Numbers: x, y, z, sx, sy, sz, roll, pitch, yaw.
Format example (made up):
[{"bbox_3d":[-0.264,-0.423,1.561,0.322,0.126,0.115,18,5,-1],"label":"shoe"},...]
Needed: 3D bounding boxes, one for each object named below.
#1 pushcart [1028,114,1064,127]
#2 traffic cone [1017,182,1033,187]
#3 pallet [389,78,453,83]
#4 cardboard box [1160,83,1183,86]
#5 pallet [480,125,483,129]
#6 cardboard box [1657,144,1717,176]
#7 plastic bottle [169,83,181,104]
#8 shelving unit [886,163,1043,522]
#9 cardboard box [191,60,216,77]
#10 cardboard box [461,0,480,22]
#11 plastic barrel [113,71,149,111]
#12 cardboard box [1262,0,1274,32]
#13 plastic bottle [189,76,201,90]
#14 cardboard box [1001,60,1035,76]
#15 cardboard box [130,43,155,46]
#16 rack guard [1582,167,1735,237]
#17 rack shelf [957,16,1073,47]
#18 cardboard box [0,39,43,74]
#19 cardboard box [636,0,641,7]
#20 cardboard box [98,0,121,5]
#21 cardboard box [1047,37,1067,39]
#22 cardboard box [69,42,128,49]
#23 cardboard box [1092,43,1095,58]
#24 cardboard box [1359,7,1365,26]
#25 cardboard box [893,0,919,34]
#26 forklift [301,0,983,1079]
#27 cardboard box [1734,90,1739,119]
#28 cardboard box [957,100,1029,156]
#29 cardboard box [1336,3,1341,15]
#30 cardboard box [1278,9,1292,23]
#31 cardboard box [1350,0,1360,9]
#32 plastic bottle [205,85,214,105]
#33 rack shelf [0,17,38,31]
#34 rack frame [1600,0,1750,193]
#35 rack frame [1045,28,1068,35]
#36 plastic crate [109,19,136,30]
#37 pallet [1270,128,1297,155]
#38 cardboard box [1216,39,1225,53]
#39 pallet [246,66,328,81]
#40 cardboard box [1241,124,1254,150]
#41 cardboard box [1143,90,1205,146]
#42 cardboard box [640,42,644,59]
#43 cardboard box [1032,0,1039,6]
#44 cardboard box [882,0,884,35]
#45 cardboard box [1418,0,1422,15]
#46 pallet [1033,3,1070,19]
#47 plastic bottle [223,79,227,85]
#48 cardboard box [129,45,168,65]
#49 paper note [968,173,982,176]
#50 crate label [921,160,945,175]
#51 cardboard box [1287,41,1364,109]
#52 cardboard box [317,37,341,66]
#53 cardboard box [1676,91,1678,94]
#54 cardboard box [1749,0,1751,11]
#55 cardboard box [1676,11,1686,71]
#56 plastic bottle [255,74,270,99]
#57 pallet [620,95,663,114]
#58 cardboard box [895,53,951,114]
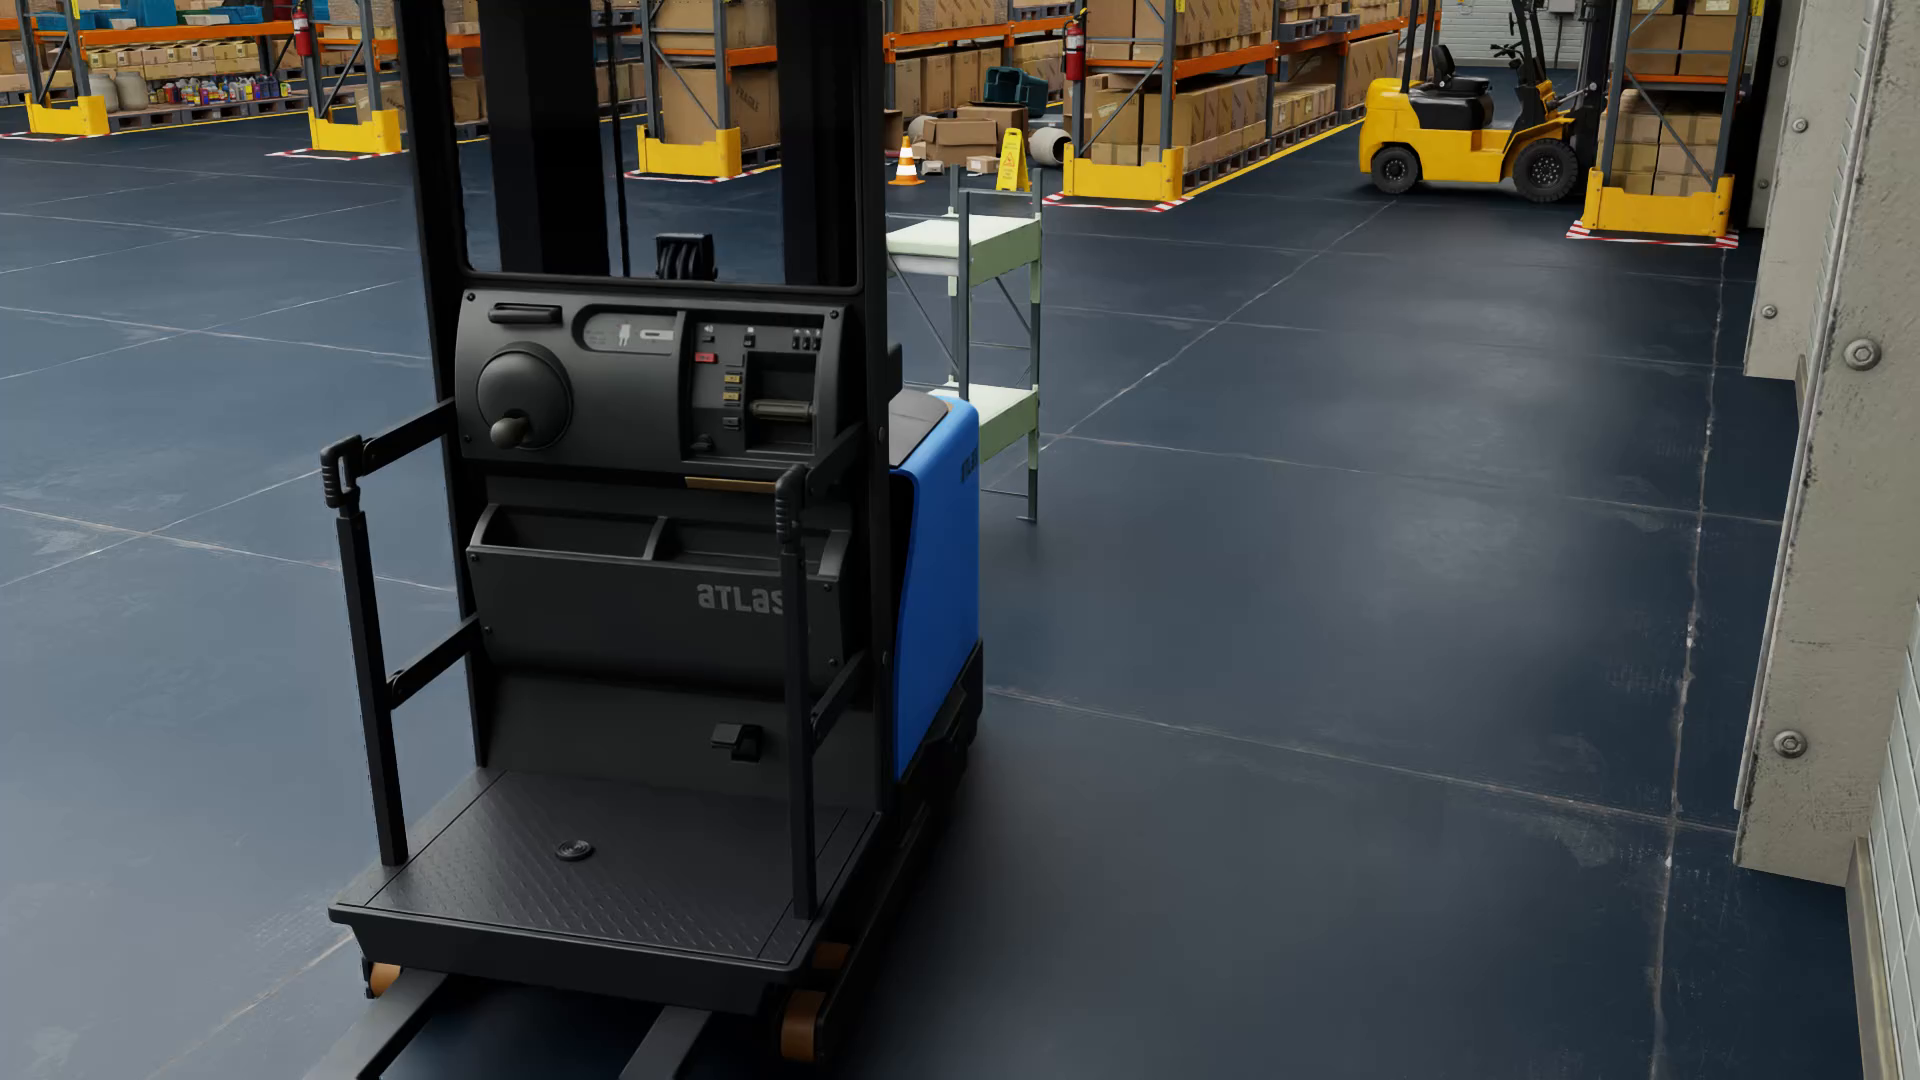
[{"bbox_3d":[1.127,-5.118,20.795,1.648,0.377,0.936,1,20,4],"label":"pushcart"},{"bbox_3d":[0.588,-3.946,17.373,0.336,0.463,0.334,9,21,23],"label":"traffic cone"},{"bbox_3d":[-9.047,-7.772,28.508,1.003,0.211,1.213,9,21,23],"label":"pallet"},{"bbox_3d":[2.103,-4.682,18.016,0.500,0.500,0.500,8,21,21],"label":"cardboard box"},{"bbox_3d":[-6.057,-5.891,23.219,1.003,0.211,1.213,9,21,23],"label":"pallet"},{"bbox_3d":[6.501,-3.406,14.800,0.500,0.250,0.500,9,21,24],"label":"cardboard box"},{"bbox_3d":[-11.393,-6.480,24.110,0.061,0.283,0.133,9,21,23],"label":"plastic bottle"},{"bbox_3d":[-0.003,-0.705,6.712,0.431,1.500,0.755,9,21,23],"label":"shelving unit"},{"bbox_3d":[-13.621,-8.395,29.575,0.500,0.250,0.500,9,22,24],"label":"cardboard box"},{"bbox_3d":[-6.647,-7.012,21.615,0.875,0.500,0.500,9,21,23],"label":"cardboard box"},{"bbox_3d":[-11.565,-6.263,23.188,0.421,0.512,0.421,0,20,0],"label":"plastic barrel"},{"bbox_3d":[3.272,-6.073,18.975,0.500,0.500,0.500,8,21,21],"label":"cardboard box"},{"bbox_3d":[-11.293,-6.677,24.563,0.144,0.351,0.185,8,21,22],"label":"plastic bottle"},{"bbox_3d":[0.830,-7.128,25.639,0.500,0.500,0.500,8,21,20],"label":"cardboard box"},{"bbox_3d":[-14.323,-8.571,29.232,0.500,0.311,0.500,8,21,22],"label":"cardboard box"},{"bbox_3d":[6.109,-2.968,14.567,1.175,0.500,0.348,9,21,23],"label":"rack guard"},{"bbox_3d":[1.127,-8.199,26.620,1.077,0.370,4.000,9,21,23],"label":"rack shelf"},{"bbox_3d":[-15.056,-7.708,26.525,0.500,0.500,0.500,9,21,23],"label":"cardboard box"},{"bbox_3d":[-5.188,-8.204,24.781,0.797,0.503,0.637,11,22,28],"label":"cardboard box"},{"bbox_3d":[-14.305,-9.216,28.258,0.500,0.500,0.500,10,22,27],"label":"cardboard box"},{"bbox_3d":[1.649,-8.105,27.267,0.500,0.250,0.500,10,22,25],"label":"cardboard box"},{"bbox_3d":[-17.312,-10.069,33.386,0.750,0.750,0.750,8,21,22],"label":"cardboard box"},{"bbox_3d":[1.550,-4.951,16.788,0.380,0.149,0.250,8,21,22],"label":"cardboard box"},{"bbox_3d":[5.489,-7.482,23.755,0.500,0.250,0.500,8,21,21],"label":"cardboard box"},{"bbox_3d":[-0.869,-6.875,21.674,0.500,0.500,0.500,9,21,23],"label":"cardboard box"},{"bbox_3d":[-0.759,-0.355,3.592,1.130,2.935,3.031,4,20,12],"label":"forklift"},{"bbox_3d":[10.042,-5.856,22.063,0.500,0.500,0.500,9,21,23],"label":"cardboard box"},{"bbox_3d":[0.374,-4.892,19.770,0.797,0.637,0.503,9,21,23],"label":"cardboard box"},{"bbox_3d":[4.840,-7.050,22.065,0.380,0.149,0.250,8,21,22],"label":"cardboard box"},{"bbox_3d":[3.742,-6.261,19.844,0.380,0.149,0.250,9,21,23],"label":"cardboard box"},{"bbox_3d":[5.298,-7.564,23.239,0.500,0.250,0.500,8,21,22],"label":"cardboard box"},{"bbox_3d":[-10.803,-6.410,23.932,0.097,0.271,0.097,0,20,0],"label":"plastic bottle"},{"bbox_3d":[-15.669,-7.825,25.570,1.077,0.370,4.000,9,21,23],"label":"rack shelf"},{"bbox_3d":[6.119,-4.153,14.169,1.000,3.000,0.127,9,21,23],"label":"rack frame"},{"bbox_3d":[1.946,-9.149,28.219,1.000,3.000,0.127,9,21,23],"label":"rack frame"},{"bbox_3d":[-11.310,-6.977,22.505,0.298,0.136,0.250,9,21,23],"label":"plastic crate"},{"bbox_3d":[3.545,-4.980,20.656,1.003,0.211,1.213,9,21,23],"label":"pallet"},{"bbox_3d":[2.600,-5.259,17.656,0.380,0.149,0.250,8,21,21],"label":"cardboard box"},{"bbox_3d":[-12.872,-8.908,31.701,1.003,0.211,1.213,9,21,23],"label":"pallet"},{"bbox_3d":[3.021,-4.576,18.836,0.500,0.250,0.500,8,21,21],"label":"cardboard box"},{"bbox_3d":[2.181,-4.304,16.953,0.500,0.500,0.500,8,21,21],"label":"cardboard box"},{"bbox_3d":[-4.631,-7.648,25.953,0.500,0.250,0.500,11,22,29],"label":"cardboard box"},{"bbox_3d":[1.004,-8.362,25.754,0.380,0.149,0.250,10,22,25],"label":"cardboard box"},{"bbox_3d":[-1.470,-6.660,20.995,0.875,0.550,0.550,9,21,23],"label":"cardboard box"},{"bbox_3d":[7.354,-8.960,27.538,0.500,0.500,0.500,9,21,23],"label":"cardboard box"},{"bbox_3d":[1.081,-8.447,26.530,1.003,0.211,1.213,9,21,23],"label":"pallet"},{"bbox_3d":[-10.991,-6.766,24.932,0.097,0.271,0.097,0,20,0],"label":"plastic bottle"},{"bbox_3d":[-14.033,-8.345,28.597,0.500,0.311,0.500,8,21,21],"label":"cardboard box"},{"bbox_3d":[0.160,-3.996,18.159,0.148,0.019,0.142,1,20,4],"label":"paper note"},{"bbox_3d":[-0.298,-4.090,18.264,0.250,0.136,0.298,-2,20,-5],"label":"crate label"},{"bbox_3d":[5.224,-6.675,23.805,0.875,0.875,0.875,8,21,22],"label":"cardboard box"},{"bbox_3d":[-12.346,-9.441,32.114,0.500,0.500,0.500,8,21,22],"label":"cardboard box"},{"bbox_3d":[7.732,-4.572,17.333,0.500,0.250,0.500,9,21,24],"label":"cardboard box"},{"bbox_3d":[6.979,-4.874,15.081,0.380,0.149,0.250,9,21,23],"label":"cardboard box"},{"bbox_3d":[6.302,-4.544,15.119,0.500,0.500,0.500,9,22,24],"label":"cardboard box"},{"bbox_3d":[-10.412,-6.759,24.794,0.144,0.351,0.185,7,21,20],"label":"plastic bottle"},{"bbox_3d":[-4.998,-6.714,25.532,1.003,0.211,1.213,9,21,23],"label":"pallet"},{"bbox_3d":[-0.760,-6.338,23.045,1.050,0.750,0.750,9,21,23],"label":"cardboard box"}]
